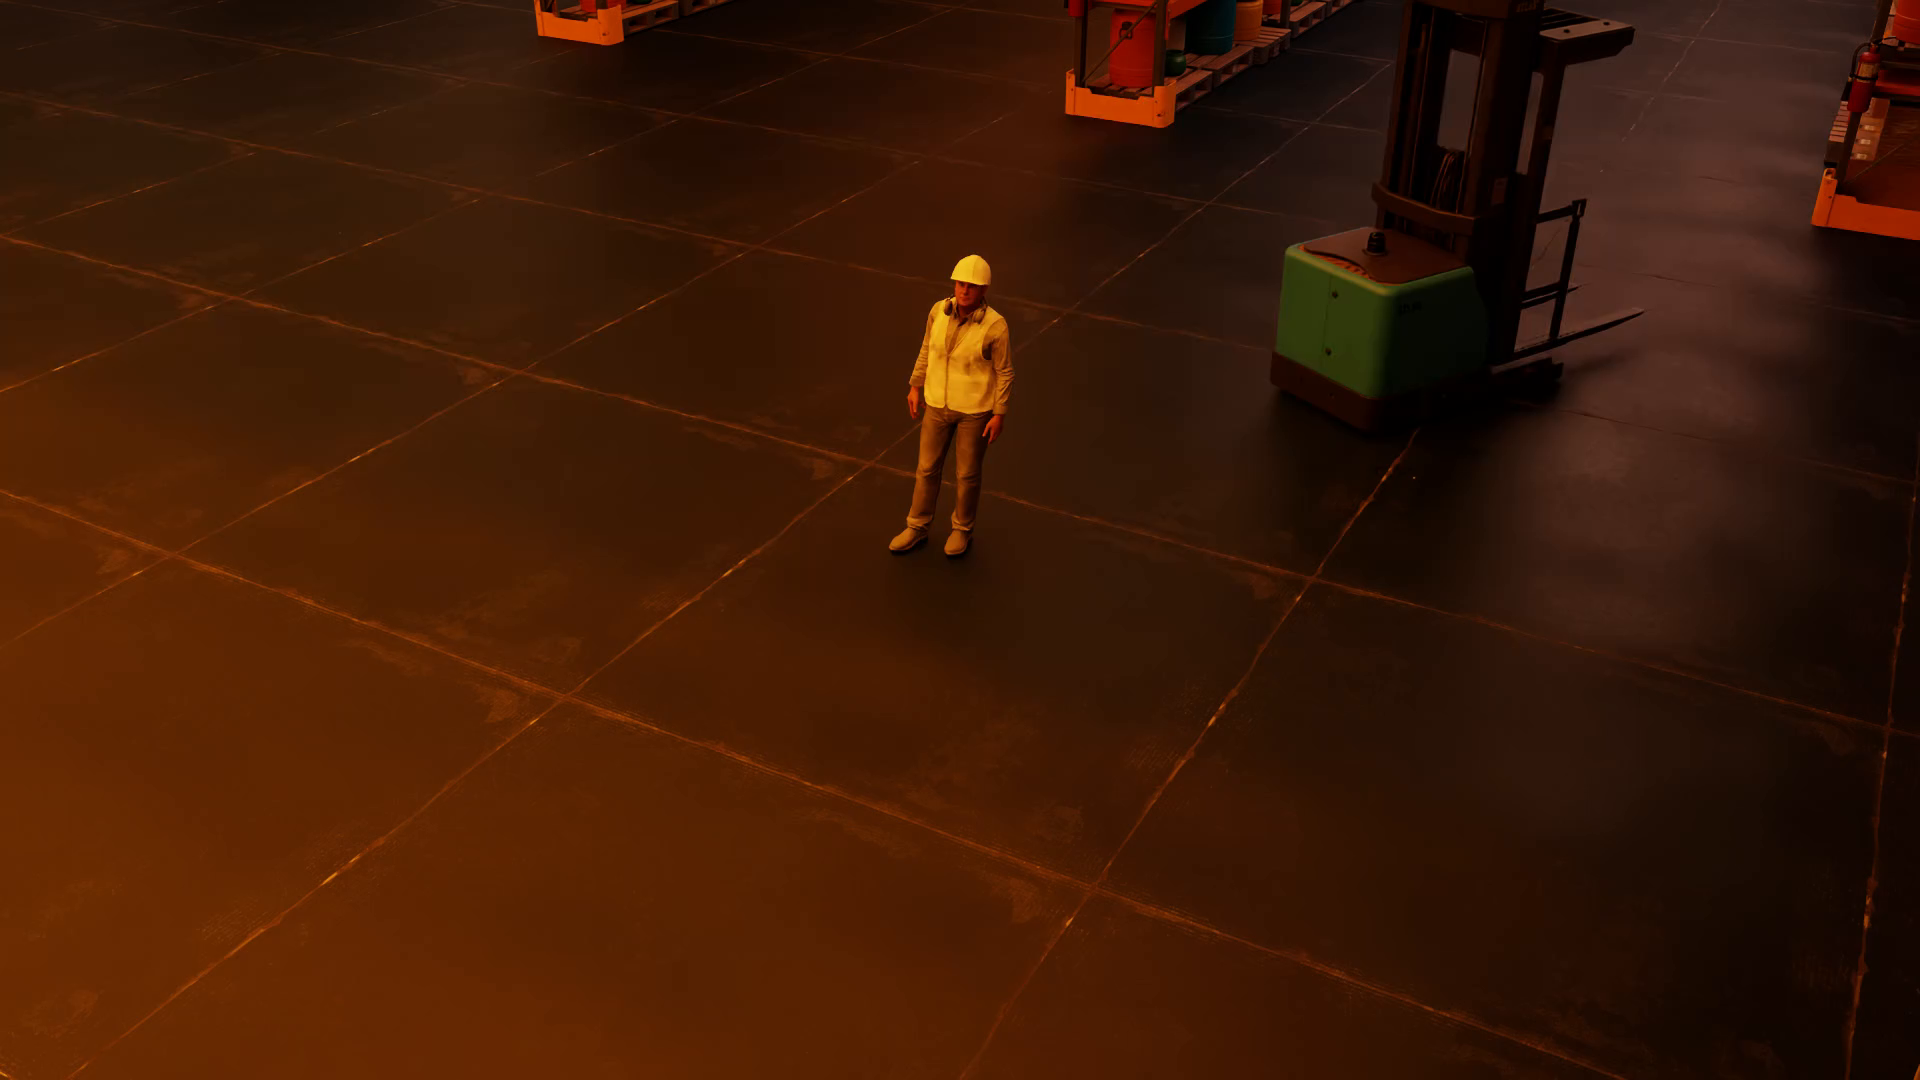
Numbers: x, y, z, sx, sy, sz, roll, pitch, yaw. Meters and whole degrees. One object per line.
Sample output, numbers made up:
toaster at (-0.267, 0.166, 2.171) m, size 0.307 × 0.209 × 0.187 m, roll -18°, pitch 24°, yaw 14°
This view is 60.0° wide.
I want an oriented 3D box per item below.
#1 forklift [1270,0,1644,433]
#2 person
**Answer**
forklift at (3.718, -2.540, 11.471) m, size 3.031 × 2.935 × 1.130 m, roll -18°, pitch 34°, yaw -28°
person at (-0.037, -0.750, 9.512) m, size 0.632 × 1.773 × 0.568 m, roll 15°, pitch 33°, yaw 25°
